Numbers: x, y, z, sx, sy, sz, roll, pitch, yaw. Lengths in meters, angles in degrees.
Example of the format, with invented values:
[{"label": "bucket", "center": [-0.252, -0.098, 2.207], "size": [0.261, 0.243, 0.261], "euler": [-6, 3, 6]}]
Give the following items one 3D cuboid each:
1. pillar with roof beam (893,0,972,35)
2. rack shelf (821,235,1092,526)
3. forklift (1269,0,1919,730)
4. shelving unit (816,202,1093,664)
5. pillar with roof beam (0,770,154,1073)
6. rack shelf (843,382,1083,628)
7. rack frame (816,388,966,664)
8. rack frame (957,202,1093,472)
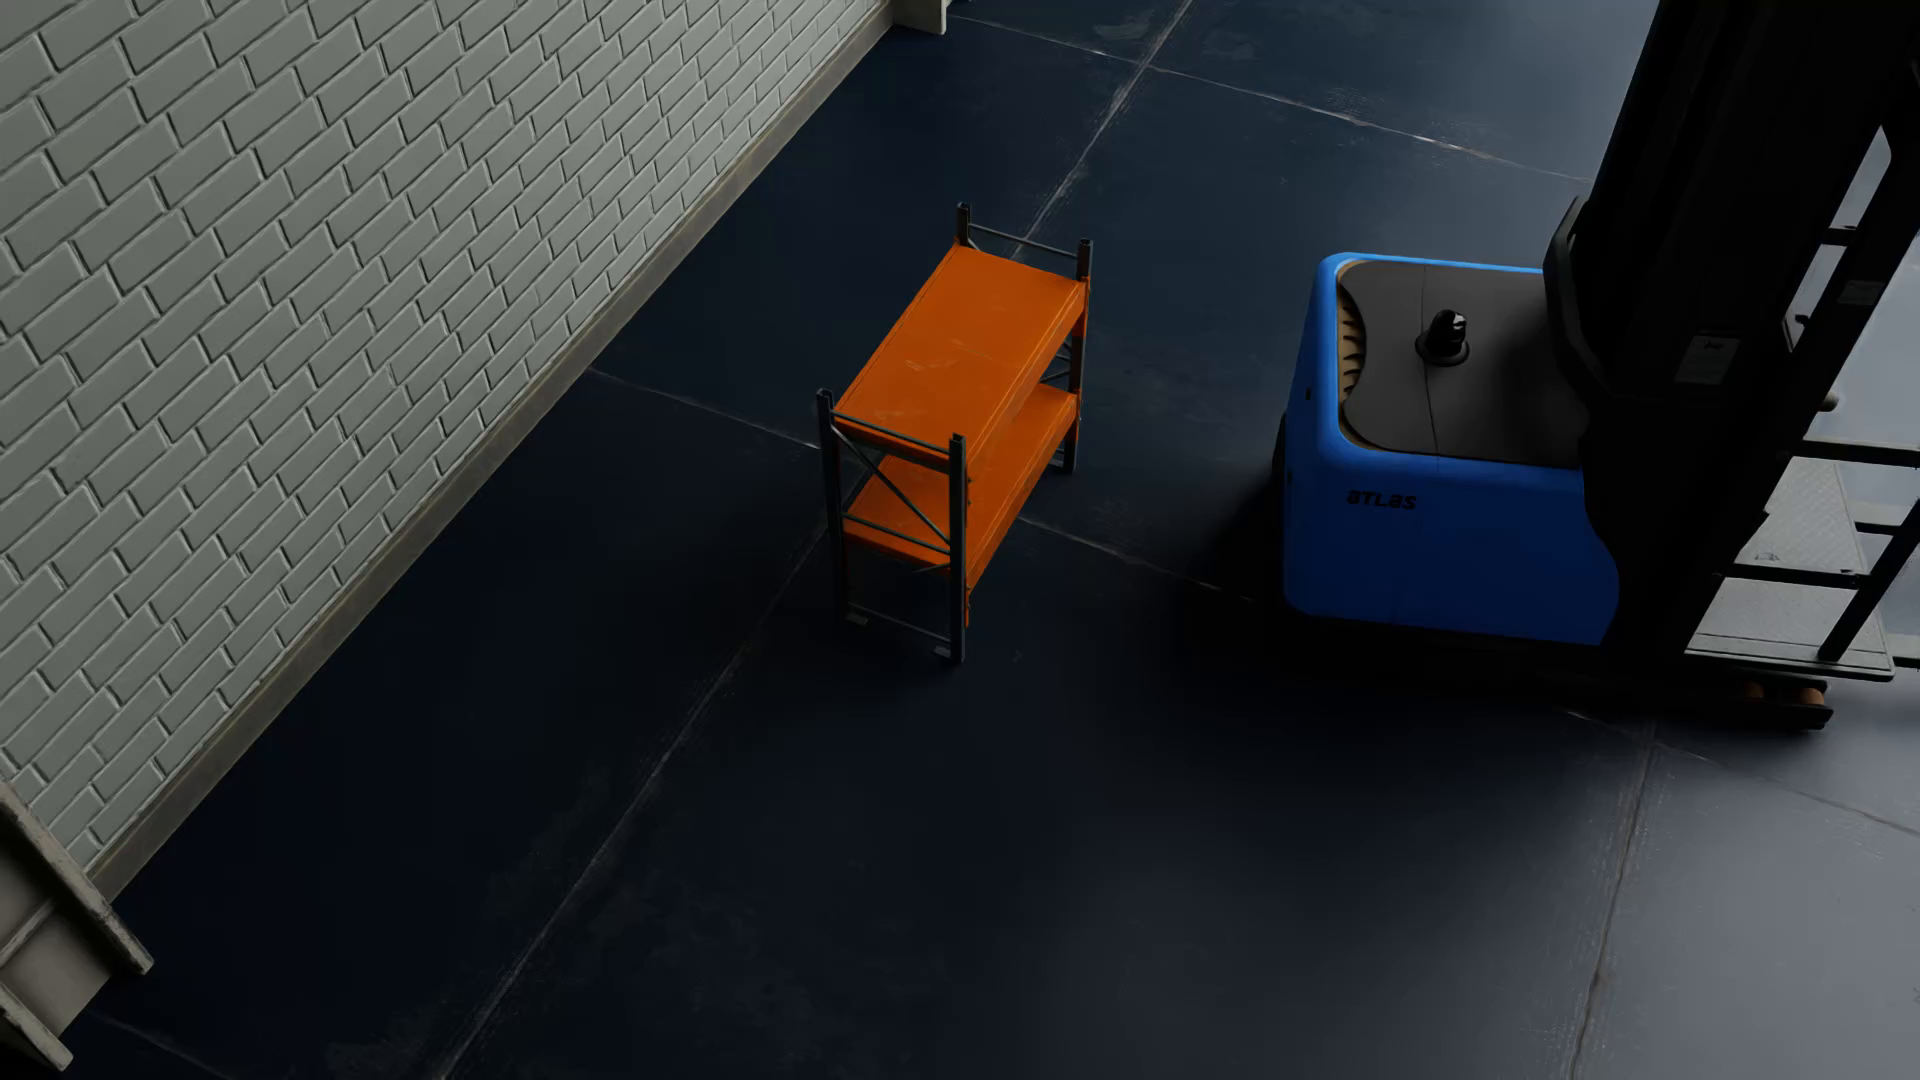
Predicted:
[{"label": "pillar with roof beam", "center": [3.745, -4.258, 3.965], "size": [9.100, 9.000, 0.400], "euler": [20, 52, 16]}, {"label": "rack shelf", "center": [0.003, -0.559, 5.603], "size": [0.538, 0.278, 1.000], "euler": [20, 52, 16]}, {"label": "forklift", "center": [2.649, -0.732, 4.948], "size": [3.031, 2.935, 1.130], "euler": [6, 50, 5]}, {"label": "shelving unit", "center": [0.003, -0.369, 5.826], "size": [0.538, 1.125, 1.048], "euler": [20, 52, 16]}, {"label": "pillar with roof beam", "center": [1.182, -0.127, 0.449], "size": [9.100, 9.000, 0.400], "euler": [20, 52, 16]}, {"label": "rack shelf", "center": [0.003, -0.211, 6.012], "size": [0.538, 0.278, 1.000], "euler": [20, 52, 16]}, {"label": "rack frame", "center": [-0.214, -0.019, 5.528], "size": [0.500, 1.125, 0.032], "euler": [20, 52, 16]}, {"label": "rack frame", "center": [0.220, -0.719, 6.123], "size": [0.500, 1.125, 0.032], "euler": [20, 52, 16]}]
